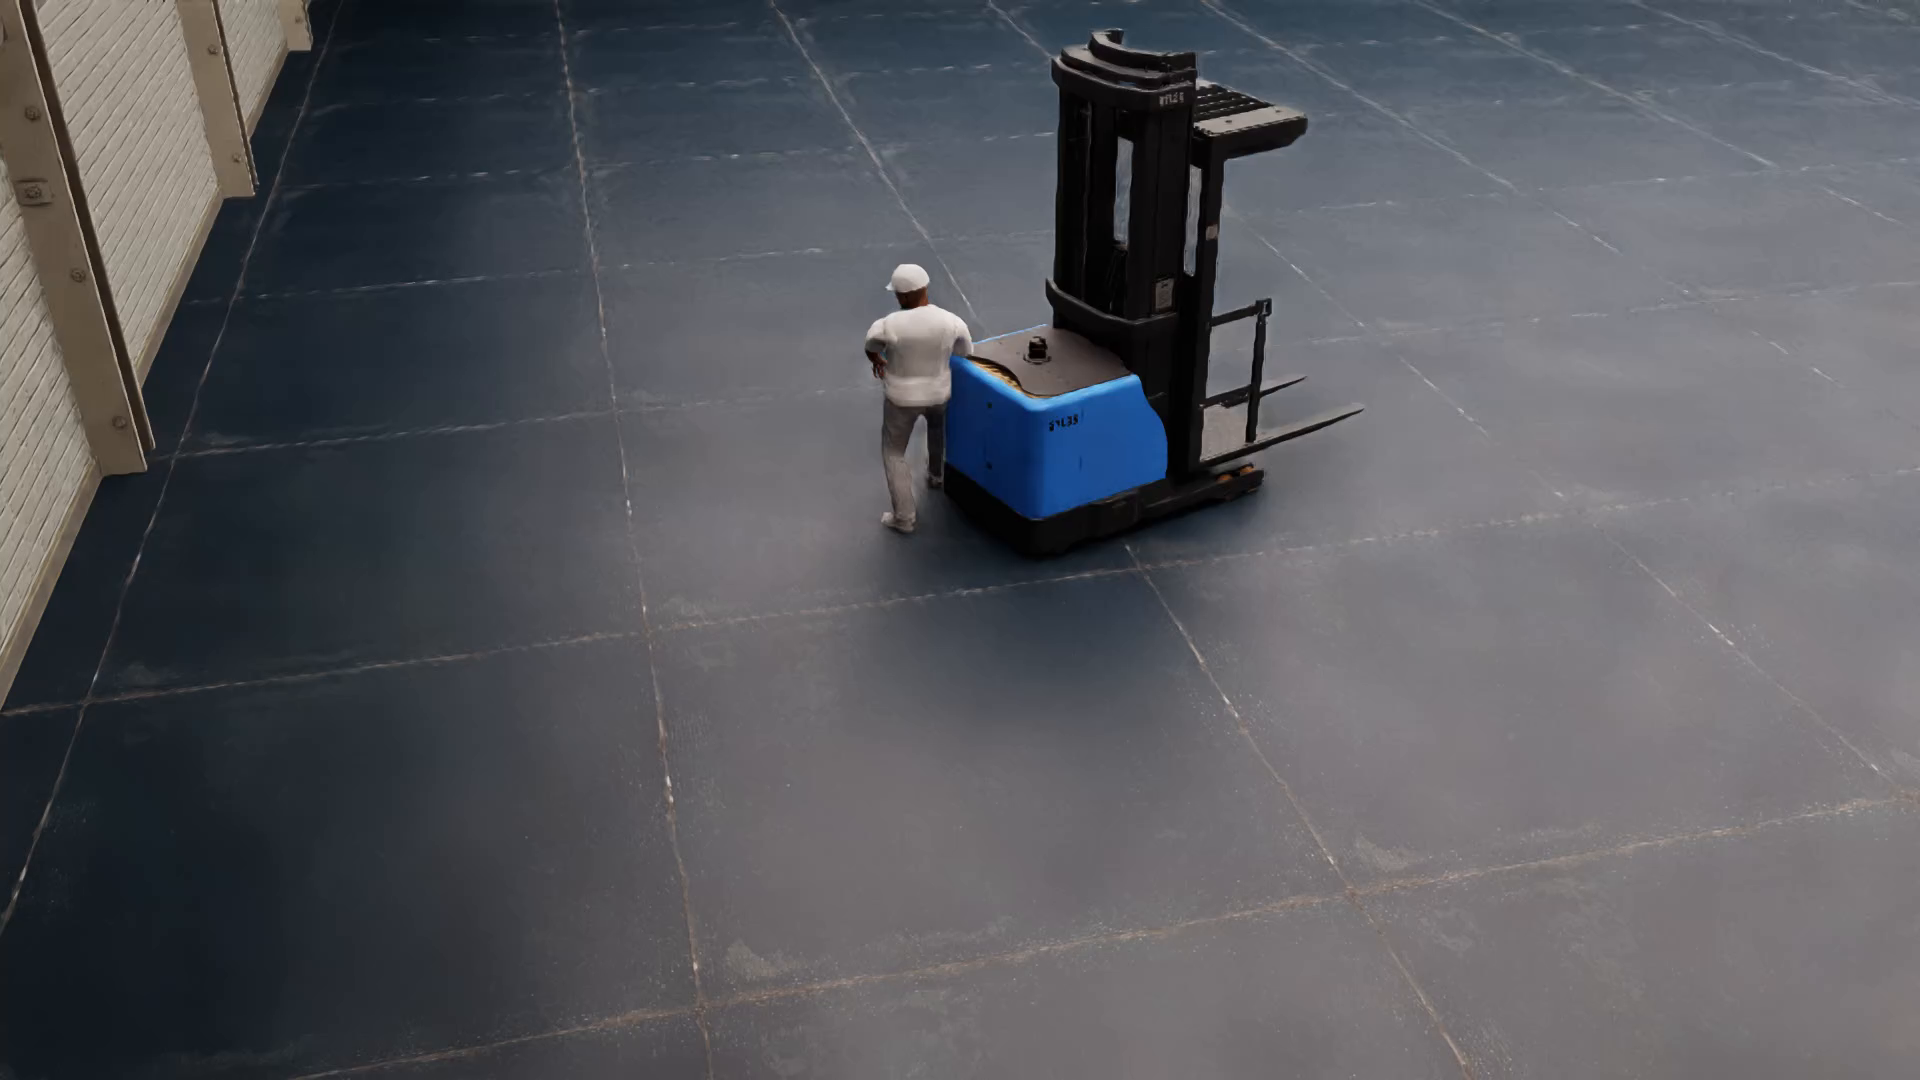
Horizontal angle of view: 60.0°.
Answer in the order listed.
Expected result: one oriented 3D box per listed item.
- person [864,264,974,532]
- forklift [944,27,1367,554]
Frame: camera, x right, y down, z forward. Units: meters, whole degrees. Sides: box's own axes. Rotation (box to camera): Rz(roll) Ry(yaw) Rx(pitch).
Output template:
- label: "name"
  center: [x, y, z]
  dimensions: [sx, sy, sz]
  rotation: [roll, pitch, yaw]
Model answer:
- label: "person"
  center: [-0.235, -0.973, 10.535]
  dimensions: [0.728, 1.704, 0.833]
  rotation: [-8, 31, -13]
- label: "forklift"
  center: [1.409, -1.738, 10.577]
  dimensions: [3.031, 2.935, 1.130]
  rotation: [-18, 35, -28]
